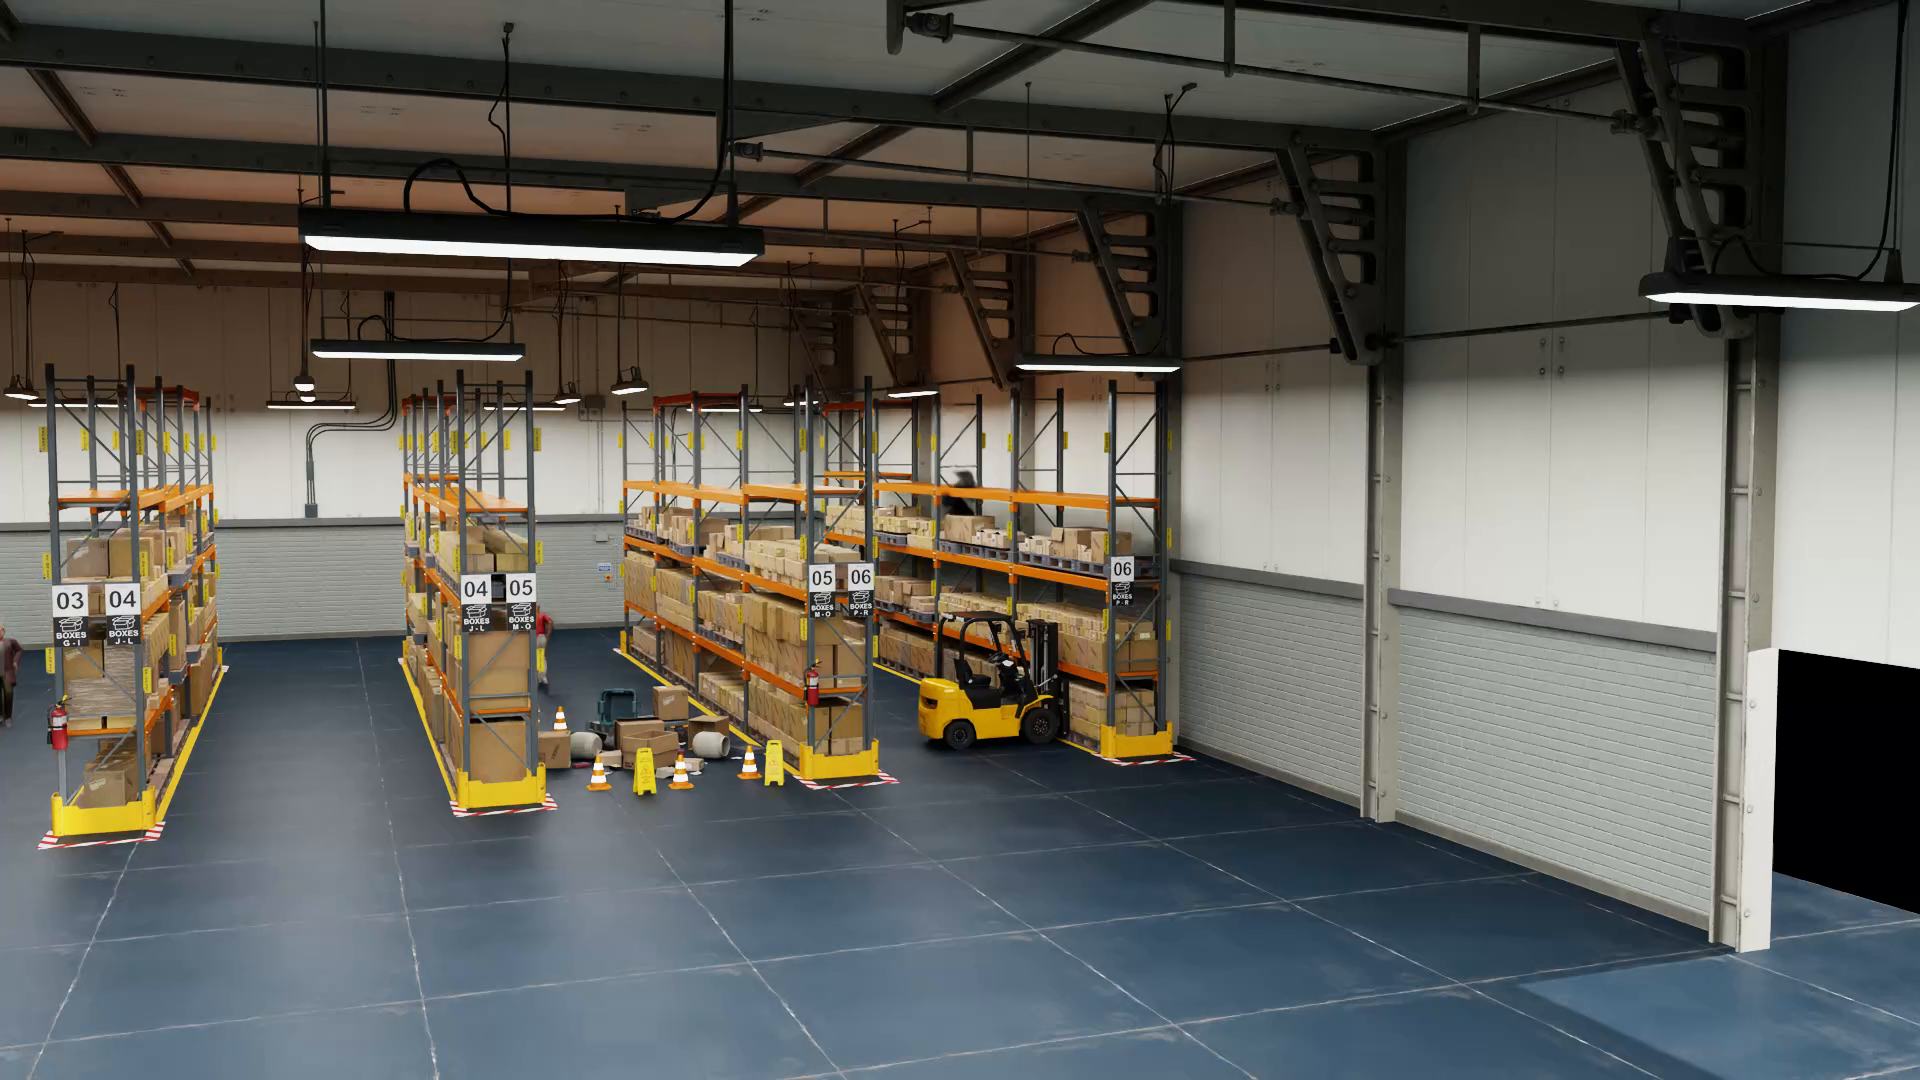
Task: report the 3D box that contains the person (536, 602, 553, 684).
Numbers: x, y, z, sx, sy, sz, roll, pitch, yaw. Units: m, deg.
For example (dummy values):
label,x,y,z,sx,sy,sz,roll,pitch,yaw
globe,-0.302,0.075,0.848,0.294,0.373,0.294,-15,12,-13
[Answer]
label,x,y,z,sx,sy,sz,roll,pitch,yaw
person,-8.752,2.154,34.373,0.643,1.754,0.771,-1,4,-20

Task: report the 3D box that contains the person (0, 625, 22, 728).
label,x,y,z,sx,sy,sz,roll,pitch,yaw
person,-16.891,2.406,29.292,0.685,1.826,0.776,-2,4,-30
